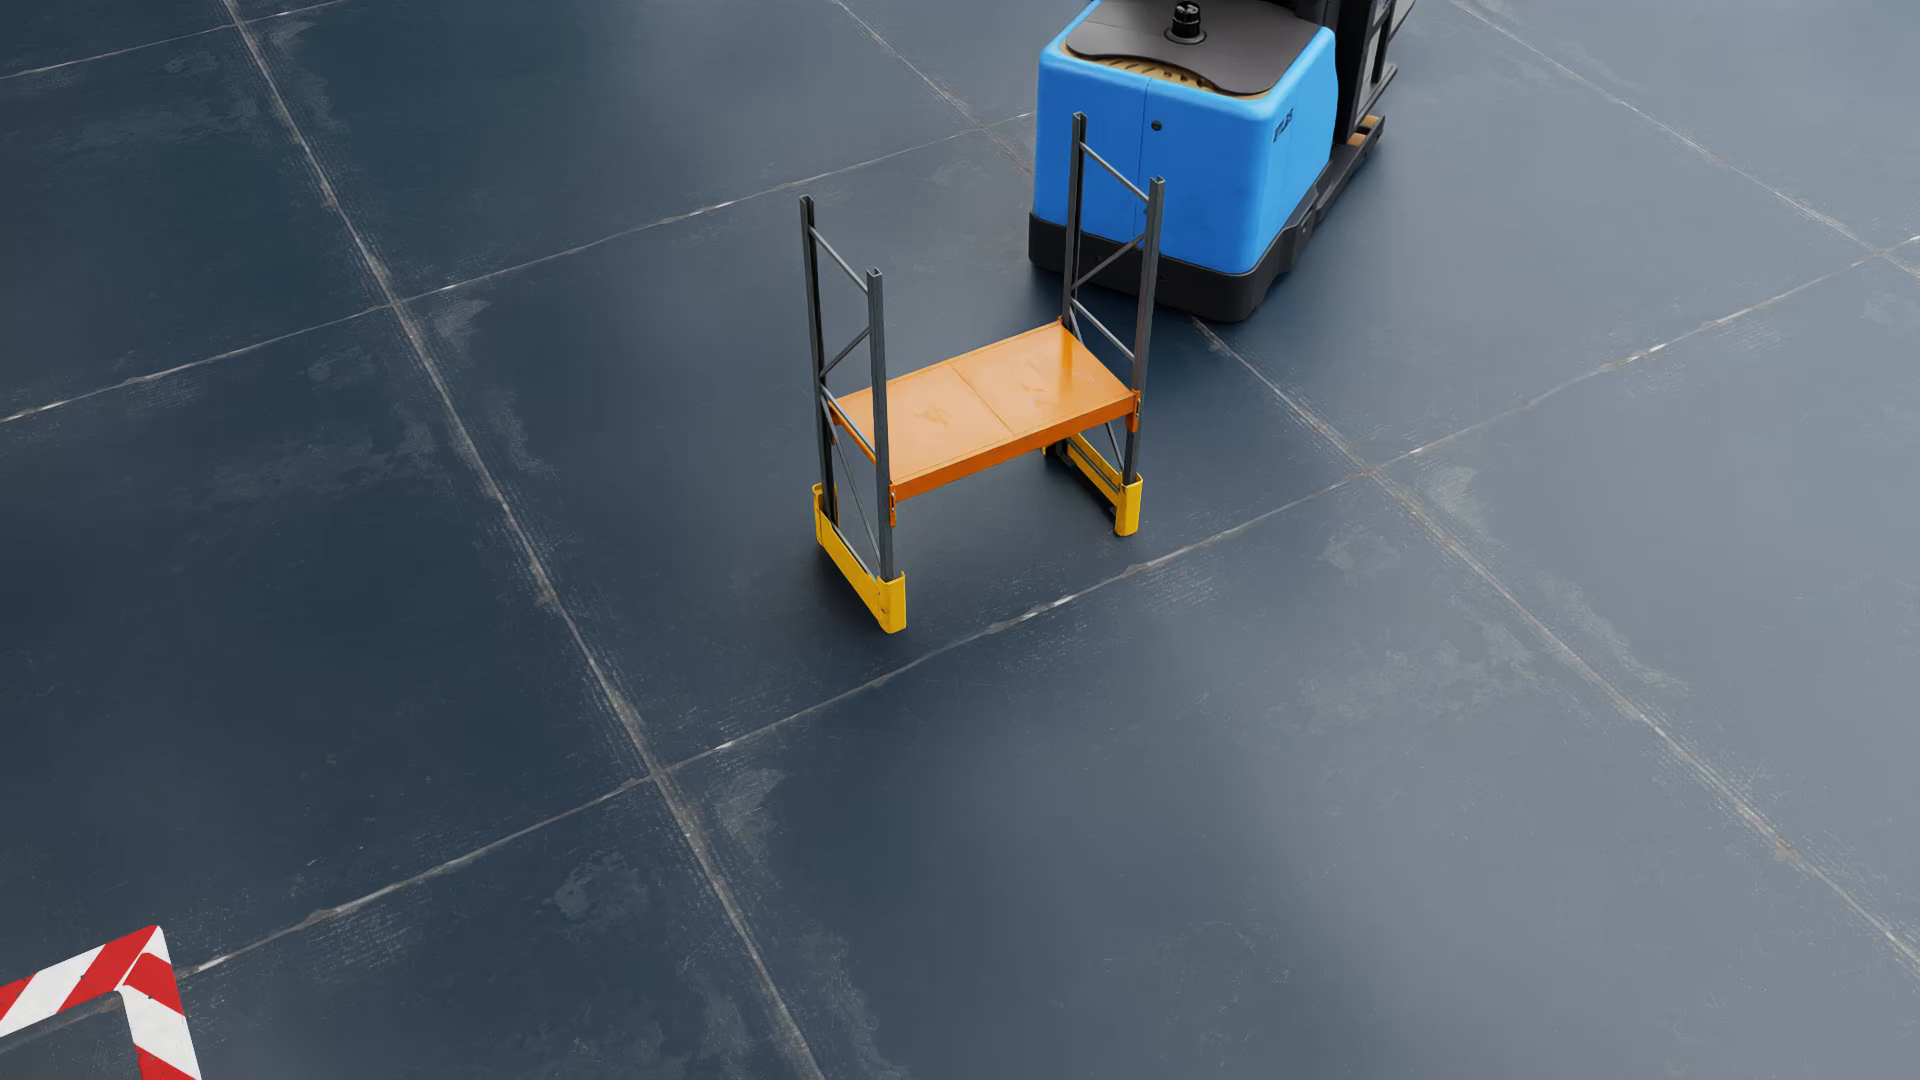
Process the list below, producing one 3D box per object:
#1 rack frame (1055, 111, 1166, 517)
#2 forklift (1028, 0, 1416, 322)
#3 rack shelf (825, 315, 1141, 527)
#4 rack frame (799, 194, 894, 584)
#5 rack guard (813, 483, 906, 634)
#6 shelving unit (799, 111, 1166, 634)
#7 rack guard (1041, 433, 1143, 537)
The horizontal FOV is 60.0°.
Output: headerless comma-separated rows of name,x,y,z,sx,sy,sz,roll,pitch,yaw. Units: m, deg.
rack frame,0.515,-0.744,5.940,0.032,1.500,0.500,-22,48,-21
forklift,1.444,-3.006,7.243,1.130,2.935,3.031,20,48,20
rack shelf,0.074,-0.439,5.883,1.000,0.185,0.538,-22,48,-21
rack frame,-0.367,-0.391,5.576,0.032,1.500,0.500,-22,48,-21
rack guard,-0.366,0.057,6.012,0.087,0.250,0.587,-22,48,-21
shelving unit,0.066,-0.565,5.755,1.083,1.500,0.587,-22,48,-21
rack guard,0.498,-0.289,6.368,0.087,0.250,0.587,-22,48,-21
